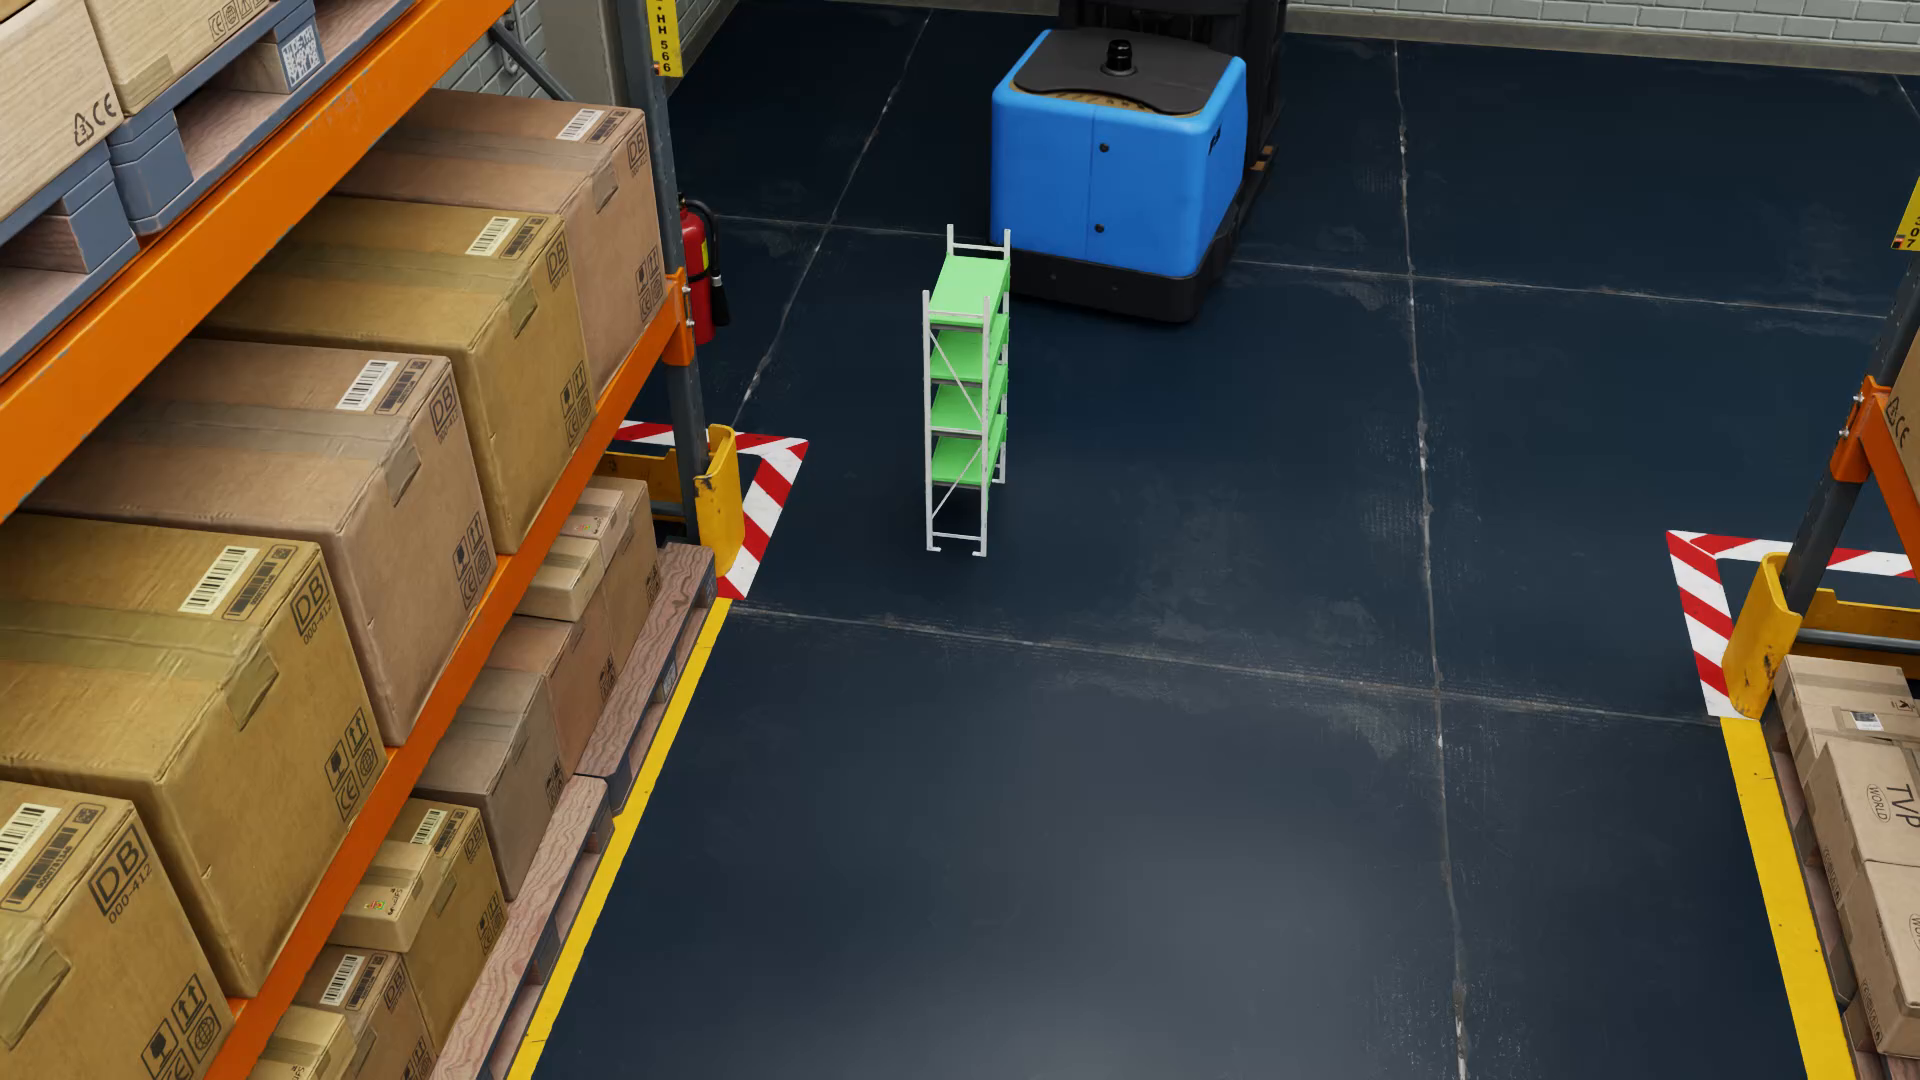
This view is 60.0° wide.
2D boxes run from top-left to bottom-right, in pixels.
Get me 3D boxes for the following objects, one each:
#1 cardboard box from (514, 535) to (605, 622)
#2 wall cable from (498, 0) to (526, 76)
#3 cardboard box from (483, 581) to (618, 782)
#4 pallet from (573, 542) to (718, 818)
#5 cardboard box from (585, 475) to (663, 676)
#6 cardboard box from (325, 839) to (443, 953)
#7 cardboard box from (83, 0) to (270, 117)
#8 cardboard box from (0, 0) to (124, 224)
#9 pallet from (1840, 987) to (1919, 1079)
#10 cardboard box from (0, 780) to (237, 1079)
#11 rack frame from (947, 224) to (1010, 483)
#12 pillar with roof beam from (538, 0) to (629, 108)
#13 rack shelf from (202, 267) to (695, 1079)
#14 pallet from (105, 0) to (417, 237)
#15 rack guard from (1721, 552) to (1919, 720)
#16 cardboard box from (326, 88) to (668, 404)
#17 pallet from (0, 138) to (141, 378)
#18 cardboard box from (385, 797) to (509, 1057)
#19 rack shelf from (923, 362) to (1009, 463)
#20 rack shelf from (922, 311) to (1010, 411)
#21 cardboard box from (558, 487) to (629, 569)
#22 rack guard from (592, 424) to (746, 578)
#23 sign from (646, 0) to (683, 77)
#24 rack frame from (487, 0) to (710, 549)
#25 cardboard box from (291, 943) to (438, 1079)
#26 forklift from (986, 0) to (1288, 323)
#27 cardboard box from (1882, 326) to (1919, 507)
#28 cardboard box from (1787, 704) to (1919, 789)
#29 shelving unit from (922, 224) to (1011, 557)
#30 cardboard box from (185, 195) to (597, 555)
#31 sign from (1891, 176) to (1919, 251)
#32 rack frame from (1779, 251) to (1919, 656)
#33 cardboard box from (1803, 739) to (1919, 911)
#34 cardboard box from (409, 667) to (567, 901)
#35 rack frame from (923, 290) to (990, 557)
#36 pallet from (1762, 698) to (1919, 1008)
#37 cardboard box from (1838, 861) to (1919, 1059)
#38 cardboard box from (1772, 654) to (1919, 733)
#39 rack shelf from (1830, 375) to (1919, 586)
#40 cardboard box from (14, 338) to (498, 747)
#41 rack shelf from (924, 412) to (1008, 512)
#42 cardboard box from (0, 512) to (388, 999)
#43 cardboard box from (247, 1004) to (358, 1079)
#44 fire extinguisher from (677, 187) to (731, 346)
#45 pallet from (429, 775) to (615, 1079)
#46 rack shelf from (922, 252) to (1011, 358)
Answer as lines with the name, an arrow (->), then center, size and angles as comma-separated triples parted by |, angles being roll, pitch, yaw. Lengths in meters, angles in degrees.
cardboard box -> -1.383, 0.108, 5.388 | 0.380, 0.149, 0.250 | 7, 40, 9
wall cable -> -2.184, -2.454, 6.567 | 0.084, 1.984, 1.851 | 6, 40, 8
cardboard box -> -1.583, 0.411, 5.531 | 0.700, 0.500, 0.500 | 6, 40, 8
pallet -> -1.535, 0.430, 6.064 | 1.003, 0.211, 1.213 | 6, 40, 8
cardboard box -> -1.497, 0.097, 5.911 | 0.700, 0.500, 0.500 | 6, 40, 8
cardboard box -> -1.607, 0.927, 4.398 | 0.380, 0.149, 0.250 | 5, 40, 6
cardboard box -> -1.603, -0.989, 2.947 | 0.500, 0.250, 0.500 | 5, 40, 6
cardboard box -> -1.685, -0.666, 2.557 | 0.500, 0.250, 0.500 | 6, 40, 7
pallet -> 3.042, 1.775, 4.437 | 1.003, 0.211, 1.213 | 6, 40, 8
cardboard box -> -2.056, 0.901, 3.070 | 0.980, 0.700, 0.700 | 7, 40, 8
rack frame -> 0.071, -0.719, 6.679 | 0.240, 1.200, 0.015 | 6, 40, 8
pillar with roof beam -> 2.381, -4.782, 5.472 | 9.100, 9.000, 0.400 | 6, 40, 8
rack shelf -> -1.820, 0.378, 4.504 | 1.077, 0.370, 4.000 | 6, 40, 8
pallet -> -1.801, -1.042, 3.372 | 1.003, 0.211, 1.213 | 6, 40, 8
rack guard -> 3.393, 0.400, 5.874 | 1.175, 0.500, 0.348 | 6, 40, 8
cardboard box -> -1.552, -0.949, 5.309 | 0.980, 0.700, 0.700 | 8, 40, 10
pallet -> -2.014, -0.279, 2.449 | 1.003, 0.211, 1.213 | 6, 40, 8
cardboard box -> -1.754, 1.062, 4.743 | 0.700, 0.500, 0.500 | 7, 40, 9
rack shelf -> 0.029, -0.517, 6.534 | 0.258, 0.148, 0.480 | 6, 40, 8
rack shelf -> 0.029, -0.702, 6.381 | 0.258, 0.148, 0.480 | 6, 40, 8
cardboard box -> -1.339, -0.052, 5.582 | 0.380, 0.149, 0.250 | 6, 40, 7
rack guard -> -1.470, -0.207, 6.607 | 1.175, 0.500, 0.348 | 6, 40, 8
sign -> -0.942, -1.624, 5.265 | 0.100, 0.325, 0.005 | 6, 40, 8
rack frame -> -1.474, -1.155, 5.793 | 1.000, 3.000, 0.127 | 6, 40, 8
cardboard box -> -1.846, 1.384, 4.354 | 0.700, 0.500, 0.500 | 6, 40, 7
forklift -> 1.114, -3.106, 8.206 | 1.130, 2.935, 3.031 | 13, 41, 15
cardboard box -> 3.069, -0.400, 4.801 | 0.500, 0.500, 0.500 | 7, 40, 9
cardboard box -> 2.951, 0.693, 5.436 | 0.380, 0.166, 0.250 | 6, 40, 8
shelving unit -> 0.029, -0.566, 6.493 | 0.258, 1.200, 0.503 | 6, 40, 8
cardboard box -> -1.667, -0.491, 4.755 | 0.980, 0.700, 0.700 | 6, 40, 7
sign -> 2.871, -1.004, 4.931 | 0.100, 0.325, 0.005 | 6, 40, 8
rack frame -> 3.406, -0.611, 5.135 | 1.000, 3.000, 0.127 | 6, 40, 8
cardboard box -> 2.946, 0.903, 5.116 | 0.500, 0.250, 0.500 | 6, 40, 8
cardboard box -> -1.669, 0.727, 5.149 | 0.700, 0.500, 0.500 | 5, 40, 6
rack frame -> -0.014, -0.413, 6.308 | 0.240, 1.200, 0.015 | 6, 40, 8
pallet -> 3.256, 1.012, 5.361 | 1.003, 0.211, 1.213 | 6, 40, 8
cardboard box -> 2.859, 1.217, 4.737 | 0.500, 0.250, 0.500 | 6, 40, 8
cardboard box -> 2.995, 0.543, 5.631 | 0.380, 0.149, 0.250 | 6, 40, 8
rack shelf -> 3.060, 0.921, 3.846 | 1.077, 0.370, 4.000 | 6, 40, 8
cardboard box -> -1.808, -0.014, 4.177 | 0.980, 0.700, 0.700 | 5, 40, 6
rack shelf -> 0.029, -0.332, 6.687 | 0.258, 0.148, 0.480 | 6, 40, 8
cardboard box -> -1.924, 0.444, 3.624 | 0.980, 0.700, 0.700 | 5, 40, 7
cardboard box -> -1.697, 1.254, 4.002 | 0.380, 0.149, 0.250 | 8, 40, 9
fire extinguisher -> -0.993, -1.025, 5.989 | 0.296, 0.674, 0.183 | 6, 40, 8
pallet -> -1.749, 1.194, 5.141 | 1.003, 0.211, 1.213 | 6, 40, 8
rack shelf -> 0.029, -0.887, 6.228 | 0.258, 0.148, 0.480 | 6, 40, 8
